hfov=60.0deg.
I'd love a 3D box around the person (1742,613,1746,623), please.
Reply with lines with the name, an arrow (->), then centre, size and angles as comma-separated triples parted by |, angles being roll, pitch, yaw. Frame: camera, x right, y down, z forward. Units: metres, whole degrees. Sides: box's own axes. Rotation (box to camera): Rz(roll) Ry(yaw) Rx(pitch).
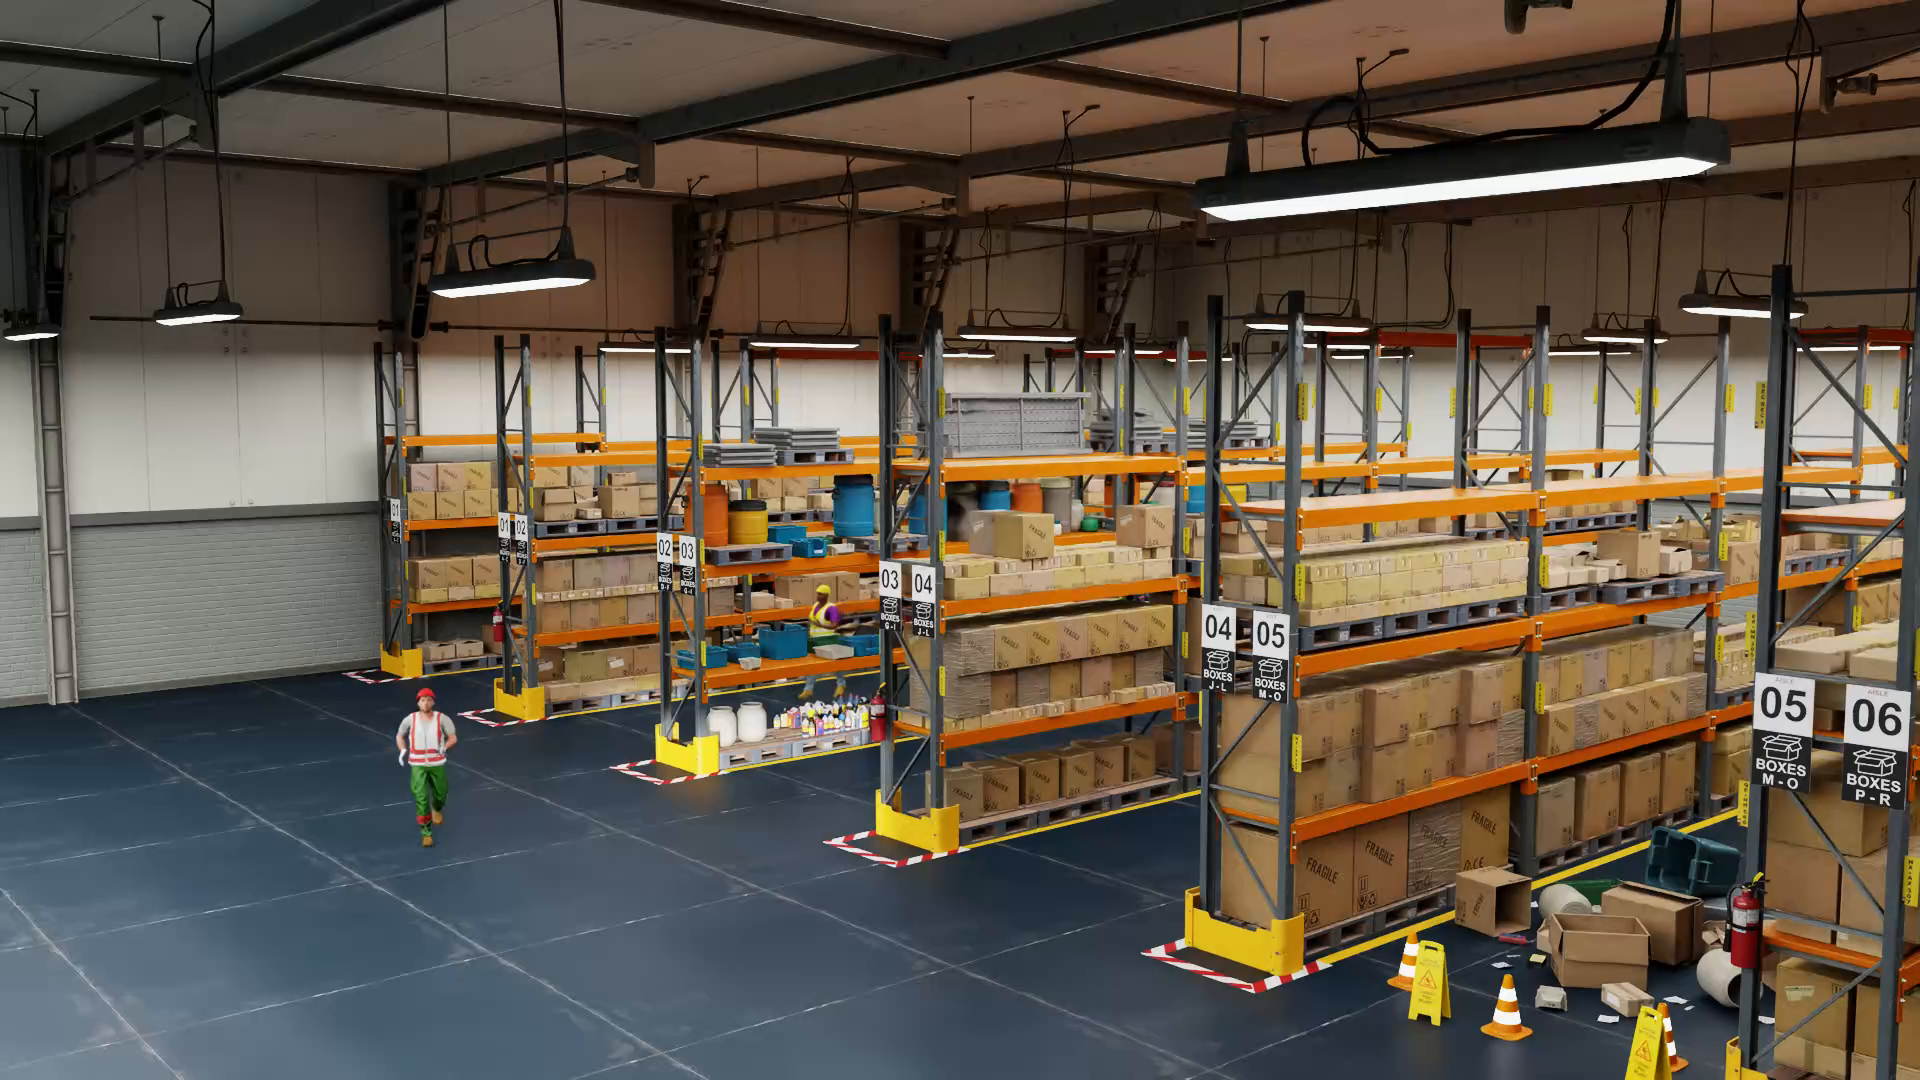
person -> 12.184, 1.980, 25.709 | 0.705, 1.745, 0.606 | -3, 6, -28

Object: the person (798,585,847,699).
person -> -2.175, 1.604, 26.126 | 0.700, 1.802, 0.920 | 5, 7, 41

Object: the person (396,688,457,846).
person -> -6.086, 2.564, 18.996 | 0.667, 1.757, 0.838 | -2, 5, -17

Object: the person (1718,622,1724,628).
person -> 11.350, 2.056, 24.976 | 0.867, 1.660, 0.562 | -4, 7, -39
